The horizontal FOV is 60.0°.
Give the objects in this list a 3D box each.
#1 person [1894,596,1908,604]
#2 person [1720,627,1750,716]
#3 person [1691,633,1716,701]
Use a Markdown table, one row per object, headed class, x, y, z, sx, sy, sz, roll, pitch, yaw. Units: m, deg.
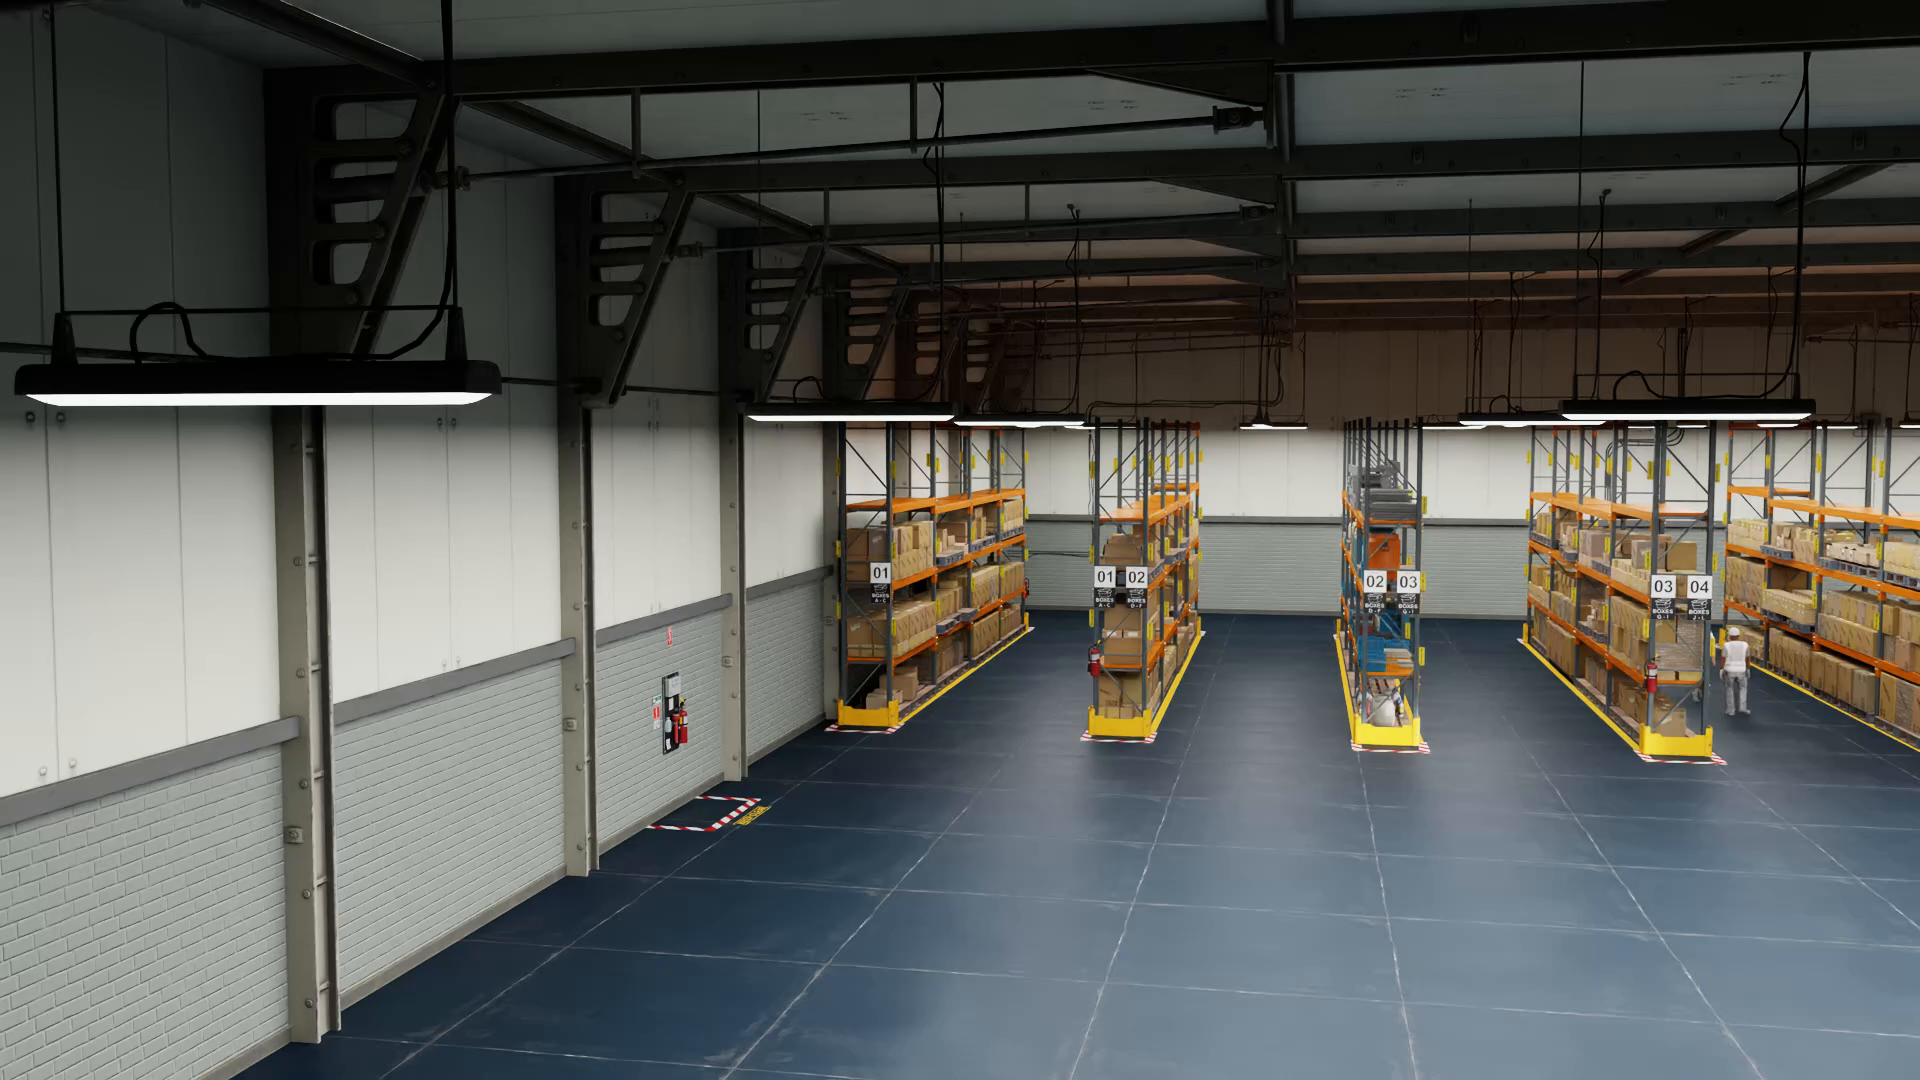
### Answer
| class | x | y | z | sx | sy | sz | roll | pitch | yaw |
| --- | --- | --- | --- | --- | --- | --- | --- | --- | --- |
| person | 23.490 | 2.201 | 41.465 | 0.484 | 1.602 | 0.978 | -1 | 4 | -19 |
| person | 15.653 | 2.661 | 33.585 | 0.582 | 1.780 | 0.553 | 1 | 4 | 10 |
| person | 15.858 | 2.553 | 35.622 | 0.583 | 1.779 | 0.656 | 1 | 4 | 12 |
